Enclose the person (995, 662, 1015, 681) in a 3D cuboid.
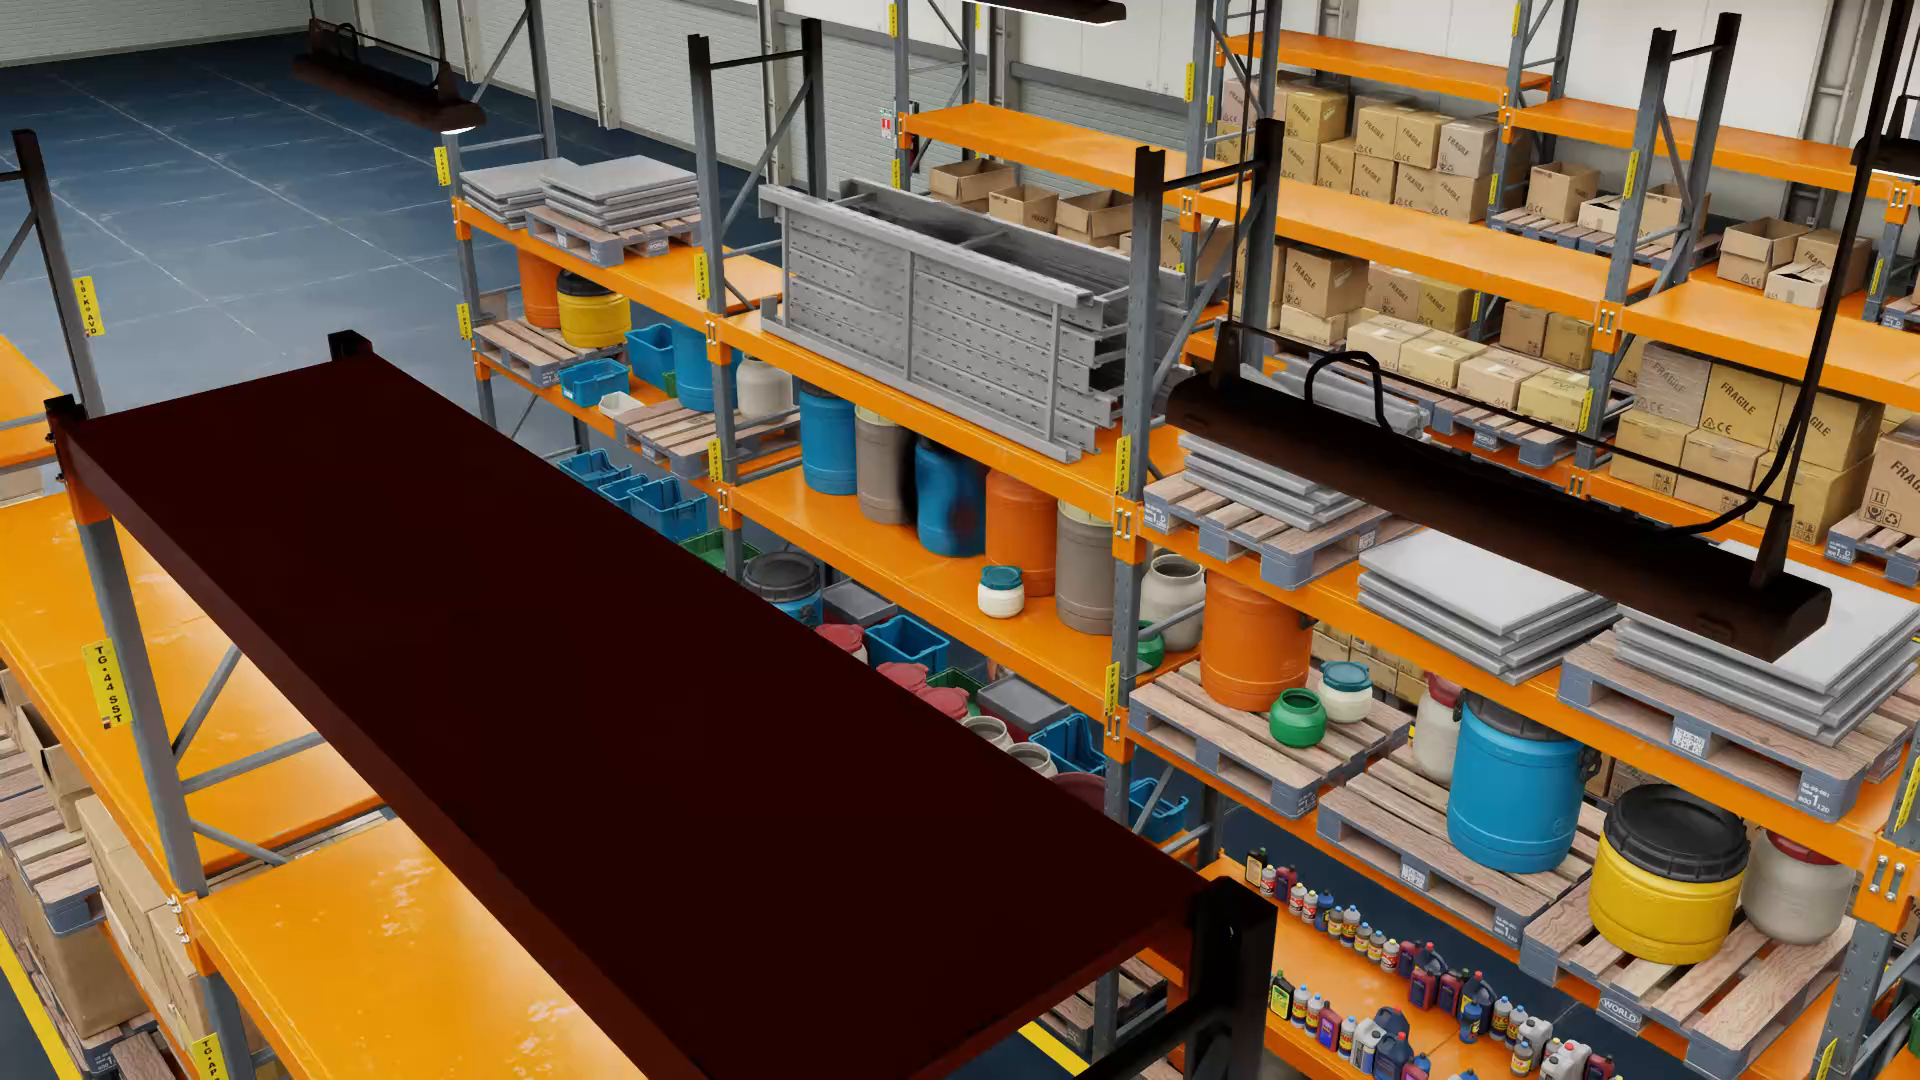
[{"bbox_3d":[0.511,1.414,13.316,0.558,1.424,0.963,-18,32,-32],"label":"person"}]
